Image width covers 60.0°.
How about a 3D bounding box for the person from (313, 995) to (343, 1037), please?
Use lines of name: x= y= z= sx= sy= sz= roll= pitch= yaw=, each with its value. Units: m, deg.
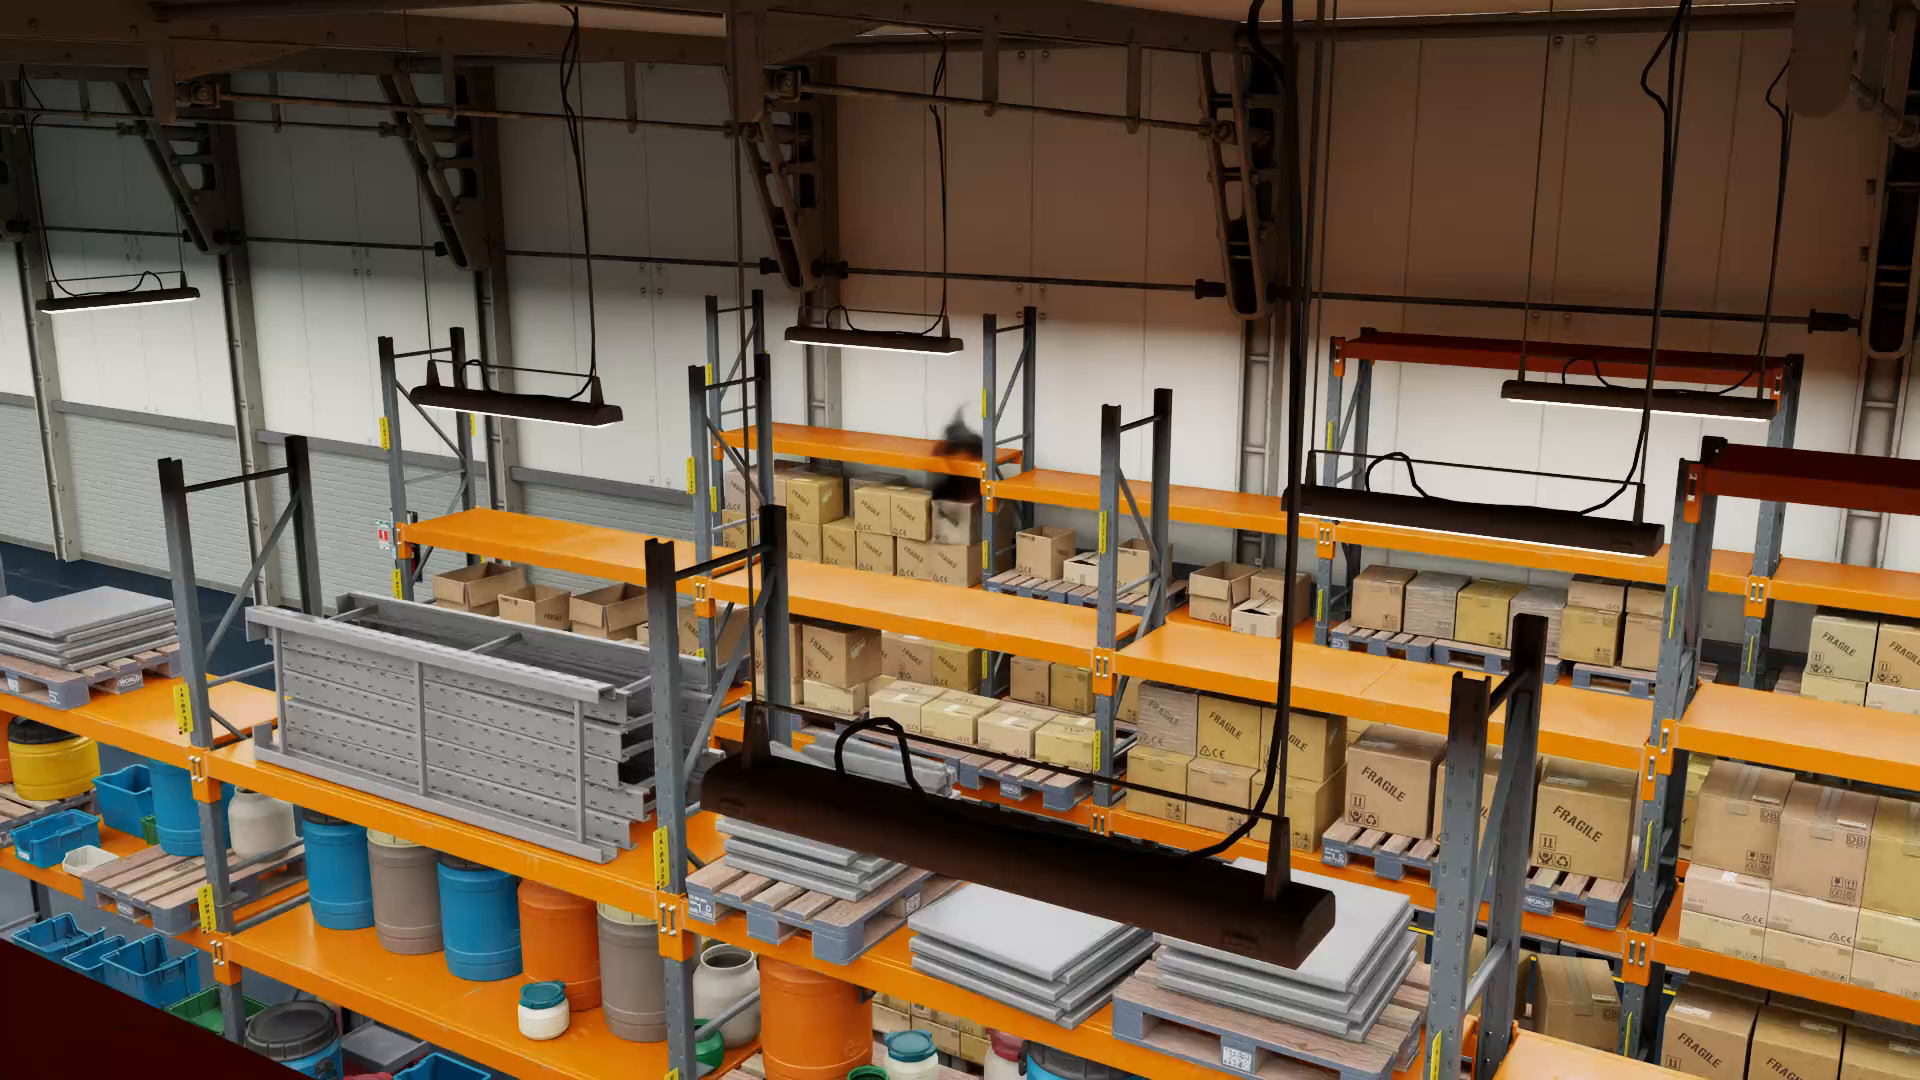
person: x=-5.209 y=3.911 z=13.931 sx=0.754 sy=1.725 sz=0.549 roll=7 pitch=16 yaw=27
